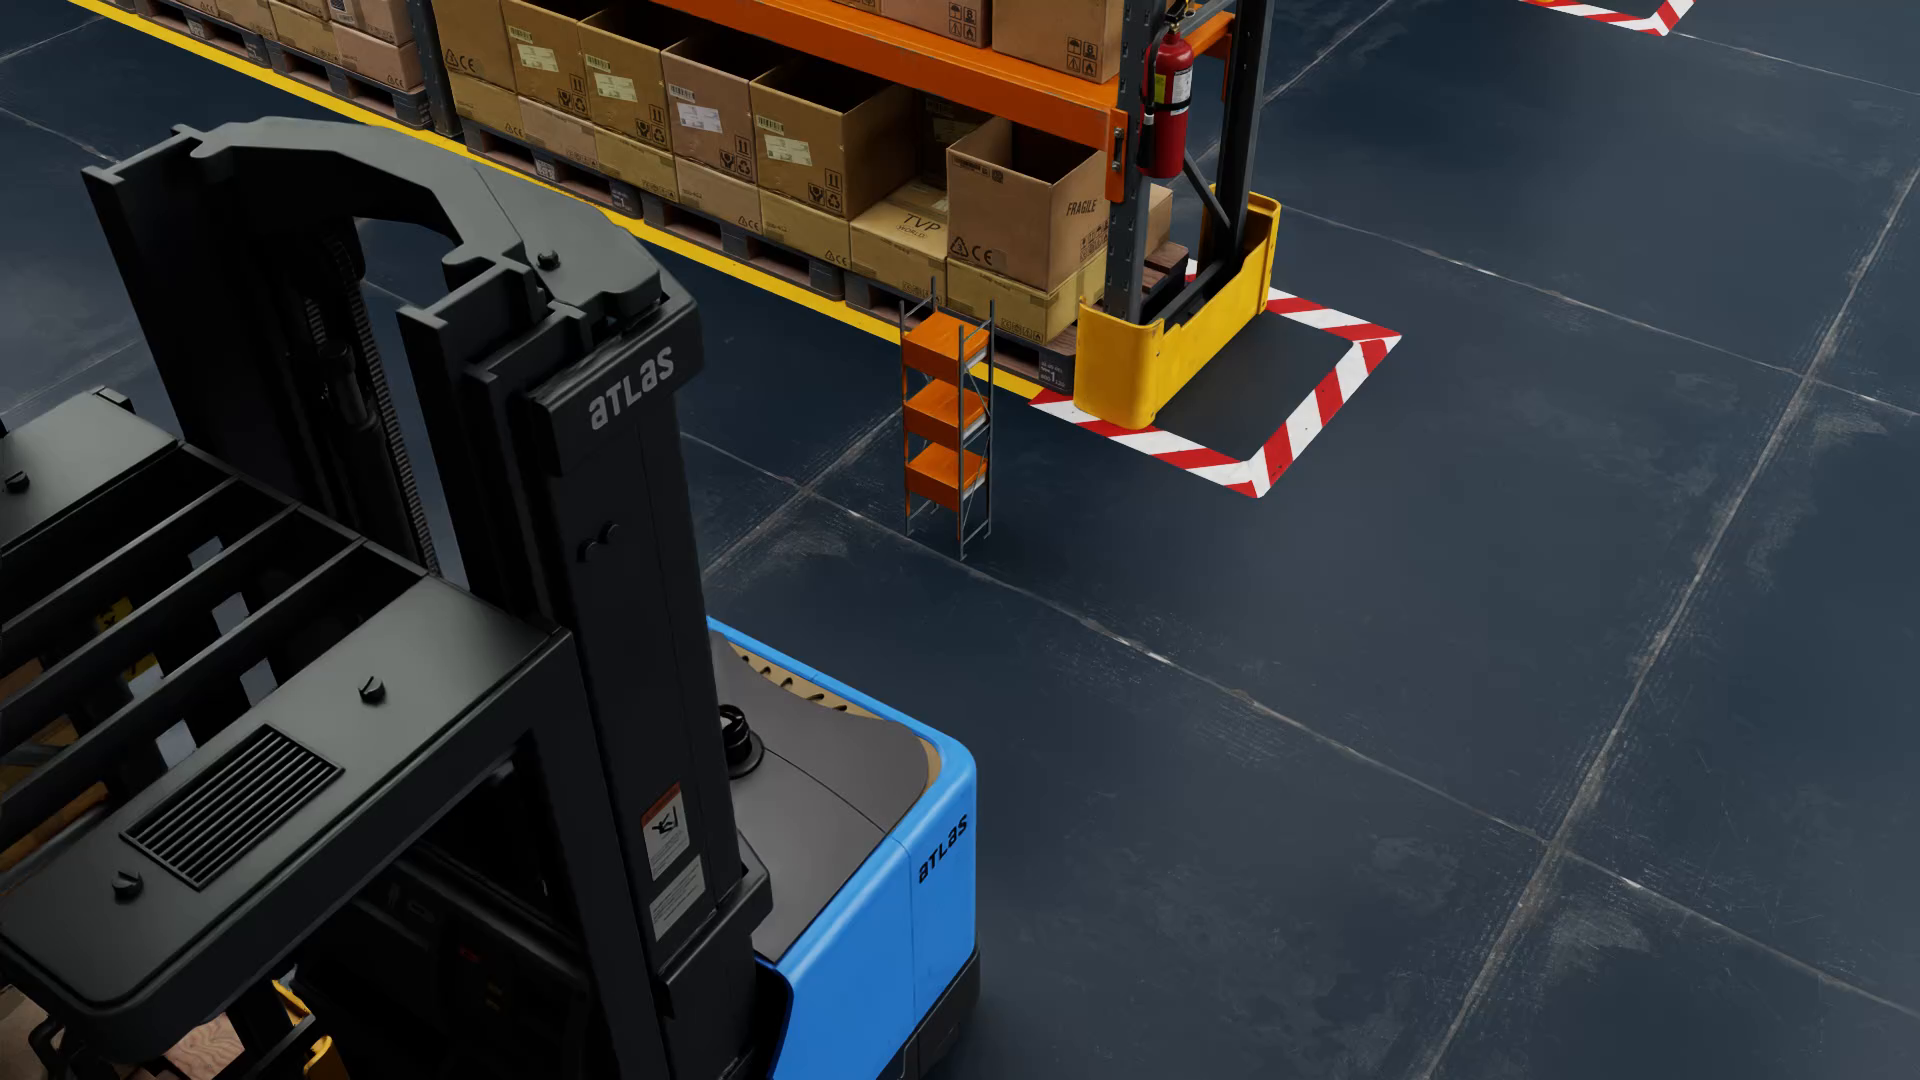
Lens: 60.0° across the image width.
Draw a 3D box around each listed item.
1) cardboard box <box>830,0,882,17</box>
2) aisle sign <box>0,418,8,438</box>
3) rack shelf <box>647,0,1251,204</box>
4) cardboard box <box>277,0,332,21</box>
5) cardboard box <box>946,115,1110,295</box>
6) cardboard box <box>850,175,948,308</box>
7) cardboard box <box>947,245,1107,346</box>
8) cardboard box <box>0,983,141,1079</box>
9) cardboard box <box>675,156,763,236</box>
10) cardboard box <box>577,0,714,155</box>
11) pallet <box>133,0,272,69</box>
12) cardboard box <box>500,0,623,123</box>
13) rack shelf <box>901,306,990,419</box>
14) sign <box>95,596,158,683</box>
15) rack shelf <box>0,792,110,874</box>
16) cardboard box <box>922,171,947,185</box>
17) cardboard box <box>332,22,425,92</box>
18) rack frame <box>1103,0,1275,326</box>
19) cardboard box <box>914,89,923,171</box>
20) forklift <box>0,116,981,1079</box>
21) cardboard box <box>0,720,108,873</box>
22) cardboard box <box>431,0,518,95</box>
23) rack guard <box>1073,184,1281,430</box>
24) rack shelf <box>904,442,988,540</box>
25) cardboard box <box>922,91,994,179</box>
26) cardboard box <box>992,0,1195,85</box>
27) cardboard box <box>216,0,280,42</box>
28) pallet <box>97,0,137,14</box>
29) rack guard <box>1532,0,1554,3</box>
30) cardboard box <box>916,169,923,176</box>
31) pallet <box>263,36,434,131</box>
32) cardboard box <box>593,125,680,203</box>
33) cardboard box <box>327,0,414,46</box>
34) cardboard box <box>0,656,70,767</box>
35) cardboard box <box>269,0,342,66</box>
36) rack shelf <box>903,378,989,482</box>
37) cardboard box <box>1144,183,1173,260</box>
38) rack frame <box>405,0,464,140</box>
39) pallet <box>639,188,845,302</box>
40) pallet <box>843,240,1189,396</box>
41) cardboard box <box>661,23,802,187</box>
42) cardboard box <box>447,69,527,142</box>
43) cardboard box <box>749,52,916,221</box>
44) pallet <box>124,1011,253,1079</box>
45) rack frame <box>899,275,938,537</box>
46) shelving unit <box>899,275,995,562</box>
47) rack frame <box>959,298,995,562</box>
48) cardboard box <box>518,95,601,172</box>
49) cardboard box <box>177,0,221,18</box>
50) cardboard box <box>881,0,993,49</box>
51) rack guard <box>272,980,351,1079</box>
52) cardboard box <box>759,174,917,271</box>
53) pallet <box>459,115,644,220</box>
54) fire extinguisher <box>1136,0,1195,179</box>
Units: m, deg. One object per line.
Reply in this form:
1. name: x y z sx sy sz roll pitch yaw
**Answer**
1. cardboard box: -0.312 -2.554 6.780 0.500 0.500 0.700 25 48 26
2. aisle sign: -1.711 -0.339 2.430 0.004 0.787 0.394 25 48 25
3. rack shelf: -0.738 -2.437 7.264 4.000 0.370 1.077 25 48 25
4. cardboard box: -3.302 -3.006 8.687 0.500 0.311 0.500 26 48 26
5. cardboard box: 0.289 -1.394 6.743 0.500 0.500 0.500 25 48 25
6. cardboard box: -0.126 -1.300 7.201 0.500 0.250 0.500 25 48 25
7. cardboard box: 0.290 -1.115 6.994 0.500 0.250 0.500 25 48 25
8. cardboard box: -2.457 1.290 4.245 0.500 0.311 0.500 20 46 21
9. cardboard box: -0.945 -1.683 7.629 0.500 0.250 0.500 25 48 25
10. cardboard box: -1.357 -2.151 7.589 0.500 0.500 0.500 25 48 25
11. pallet: -4.004 -3.159 9.623 1.213 0.211 1.003 25 48 25
12. cardboard box: -1.762 -2.347 7.808 0.500 0.500 0.500 25 48 25
13. rack shelf: -0.044 -0.615 5.741 0.240 0.259 0.215 25 48 25
14. sign: -1.631 0.147 3.187 0.005 0.325 0.100 25 48 25
15. rack shelf: -3.580 0.269 4.240 4.000 0.370 1.077 25 48 25
16. cardboard box: 0.176 -1.588 7.522 0.500 0.250 0.500 25 48 25
17. cardboard box: -2.882 -2.603 8.657 0.500 0.250 0.500 25 47 25
18. rack frame: 0.899 -1.940 6.168 0.127 3.000 1.000 25 48 25
19. cardboard box: -0.239 -2.052 7.479 0.500 0.500 0.500 25 48 25
20. forklift: -1.174 0.867 3.083 1.130 2.935 3.031 24 47 24
21. cardboard box: -2.159 0.455 3.590 0.500 0.250 0.500 24 47 24
22. cardboard box: -2.176 -2.534 8.017 0.500 0.500 0.500 25 48 25
23. rack guard: 0.919 -0.999 6.991 0.348 0.500 1.175 25 48 25
24. rack shelf: -0.044 -0.197 6.115 0.240 0.259 0.215 25 48 25
25. cardboard box: 0.177 -1.868 7.273 0.500 0.500 0.500 25 48 25
26. cardboard box: 0.524 -2.163 6.342 0.500 0.500 0.700 25 48 25
27. cardboard box: -3.714 -2.994 9.093 0.500 0.250 0.500 26 48 26
28. pallet: -4.999 -3.627 10.145 1.213 0.211 1.003 25 48 25
29. rack guard: 3.657 -3.714 10.026 0.348 0.500 1.175 25 48 25
30. cardboard box: -0.233 -1.779 7.736 0.500 0.250 0.500 25 48 25
31. pallet: -3.001 -2.693 9.101 1.213 0.211 1.003 25 48 25
32. cardboard box: -1.357 -1.871 7.839 0.500 0.250 0.500 25 48 25
33. cardboard box: -2.872 -2.810 8.468 0.500 0.311 0.500 25 48 25
34. cardboard box: -2.160 0.188 3.325 0.500 0.500 0.500 25 48 25
35. cardboard box: -3.295 -2.798 8.875 0.500 0.250 0.500 24 47 25
36. rack shelf: -0.044 -0.404 5.930 0.240 0.259 0.215 25 48 25
37. cardboard box: 0.588 -1.398 7.310 0.500 0.250 0.500 25 48 25
38. rack frame: -2.376 -3.471 7.880 0.127 3.000 1.000 25 48 25
39. pallet: -0.746 -1.638 7.922 1.213 0.211 1.003 25 48 25
40. pallet: 0.249 -1.170 7.400 1.213 0.211 1.003 25 48 25
41. cardboard box: -0.947 -1.961 7.377 0.500 0.500 0.500 25 48 25
42. cardboard box: -2.170 -2.260 8.273 0.500 0.250 0.500 25 48 25
43. cardboard box: -0.538 -1.769 7.162 0.500 0.500 0.500 25 48 25
44. pallet: -2.649 1.446 4.476 1.213 0.211 1.003 25 48 25
45. rack frame: -0.144 -0.458 5.975 0.008 1.050 0.200 25 48 25
46. shelving unit: -0.044 -0.412 5.923 0.252 1.050 0.215 25 48 25
47. rack frame: 0.056 -0.365 5.871 0.008 1.050 0.200 25 48 25
48. cardboard box: -1.764 -2.066 8.056 0.500 0.250 0.500 25 48 25
49. cardboard box: -4.130 -3.189 9.312 0.500 0.250 0.500 26 48 26
50. cardboard box: 0.092 -2.361 6.564 0.500 0.500 0.700 26 48 26
51. rack guard: -2.004 1.669 4.010 0.348 0.500 1.175 25 48 25
52. cardboard box: -0.536 -1.491 7.414 0.500 0.250 0.500 25 48 25
53. pallet: -1.749 -2.105 8.444 1.213 0.211 1.003 25 48 25
54. fire extinguisher: 0.729 -1.612 5.860 0.183 0.674 0.296 25 48 25
